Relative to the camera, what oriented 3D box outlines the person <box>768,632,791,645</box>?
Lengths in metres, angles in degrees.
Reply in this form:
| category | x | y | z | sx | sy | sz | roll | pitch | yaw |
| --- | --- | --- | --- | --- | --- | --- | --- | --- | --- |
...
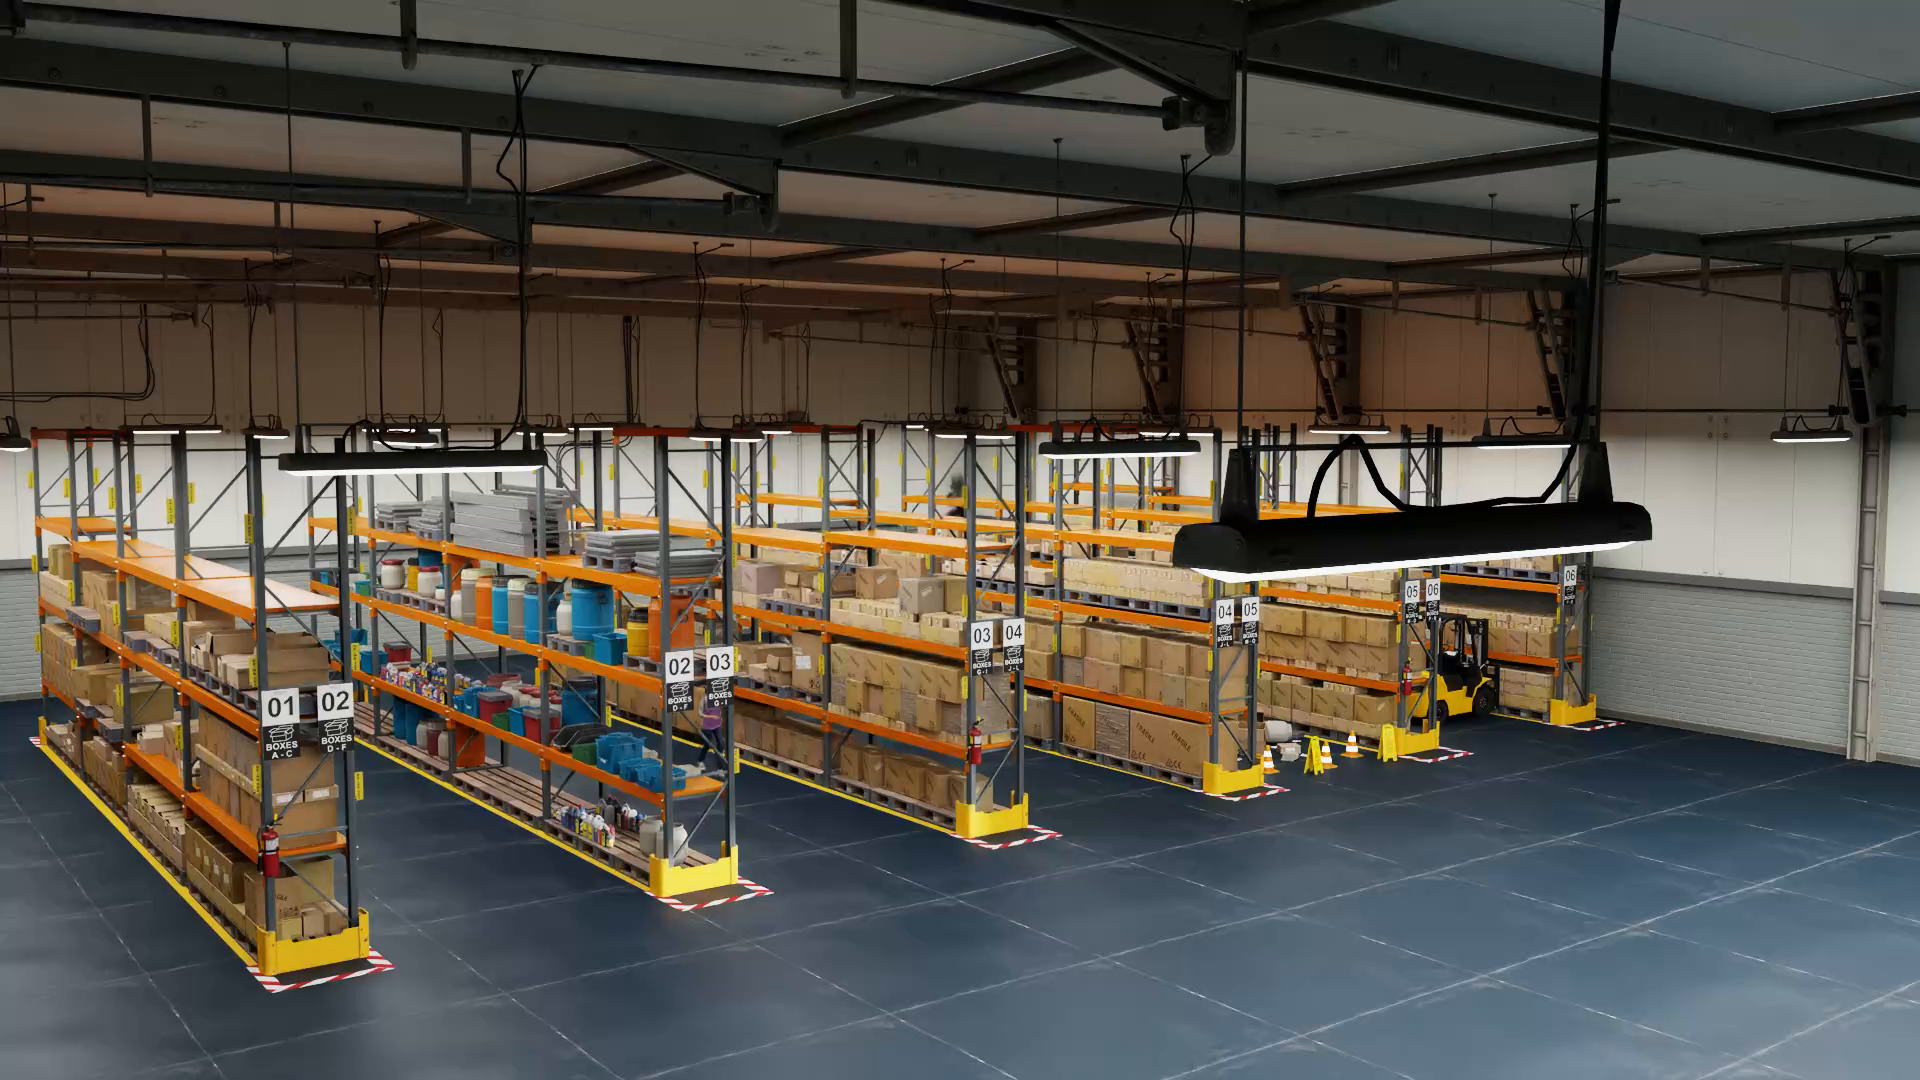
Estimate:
| category | x | y | z | sx | sy | sz | roll | pitch | yaw |
| --- | --- | --- | --- | --- | --- | --- | --- | --- | --- |
| person | -4.545 | 2.369 | 41.998 | 0.727 | 1.140 | 0.442 | 2 | 5 | 28 |

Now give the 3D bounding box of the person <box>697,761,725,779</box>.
| category | x | y | z | sx | sy | sz | roll | pitch | yaw |
| --- | --- | --- | --- | --- | --- | --- | --- | --- | --- |
| person | -4.305 | 3.943 | 28.855 | 0.224 | 0.286 | 0.806 | -3 | 5 | -35 |
